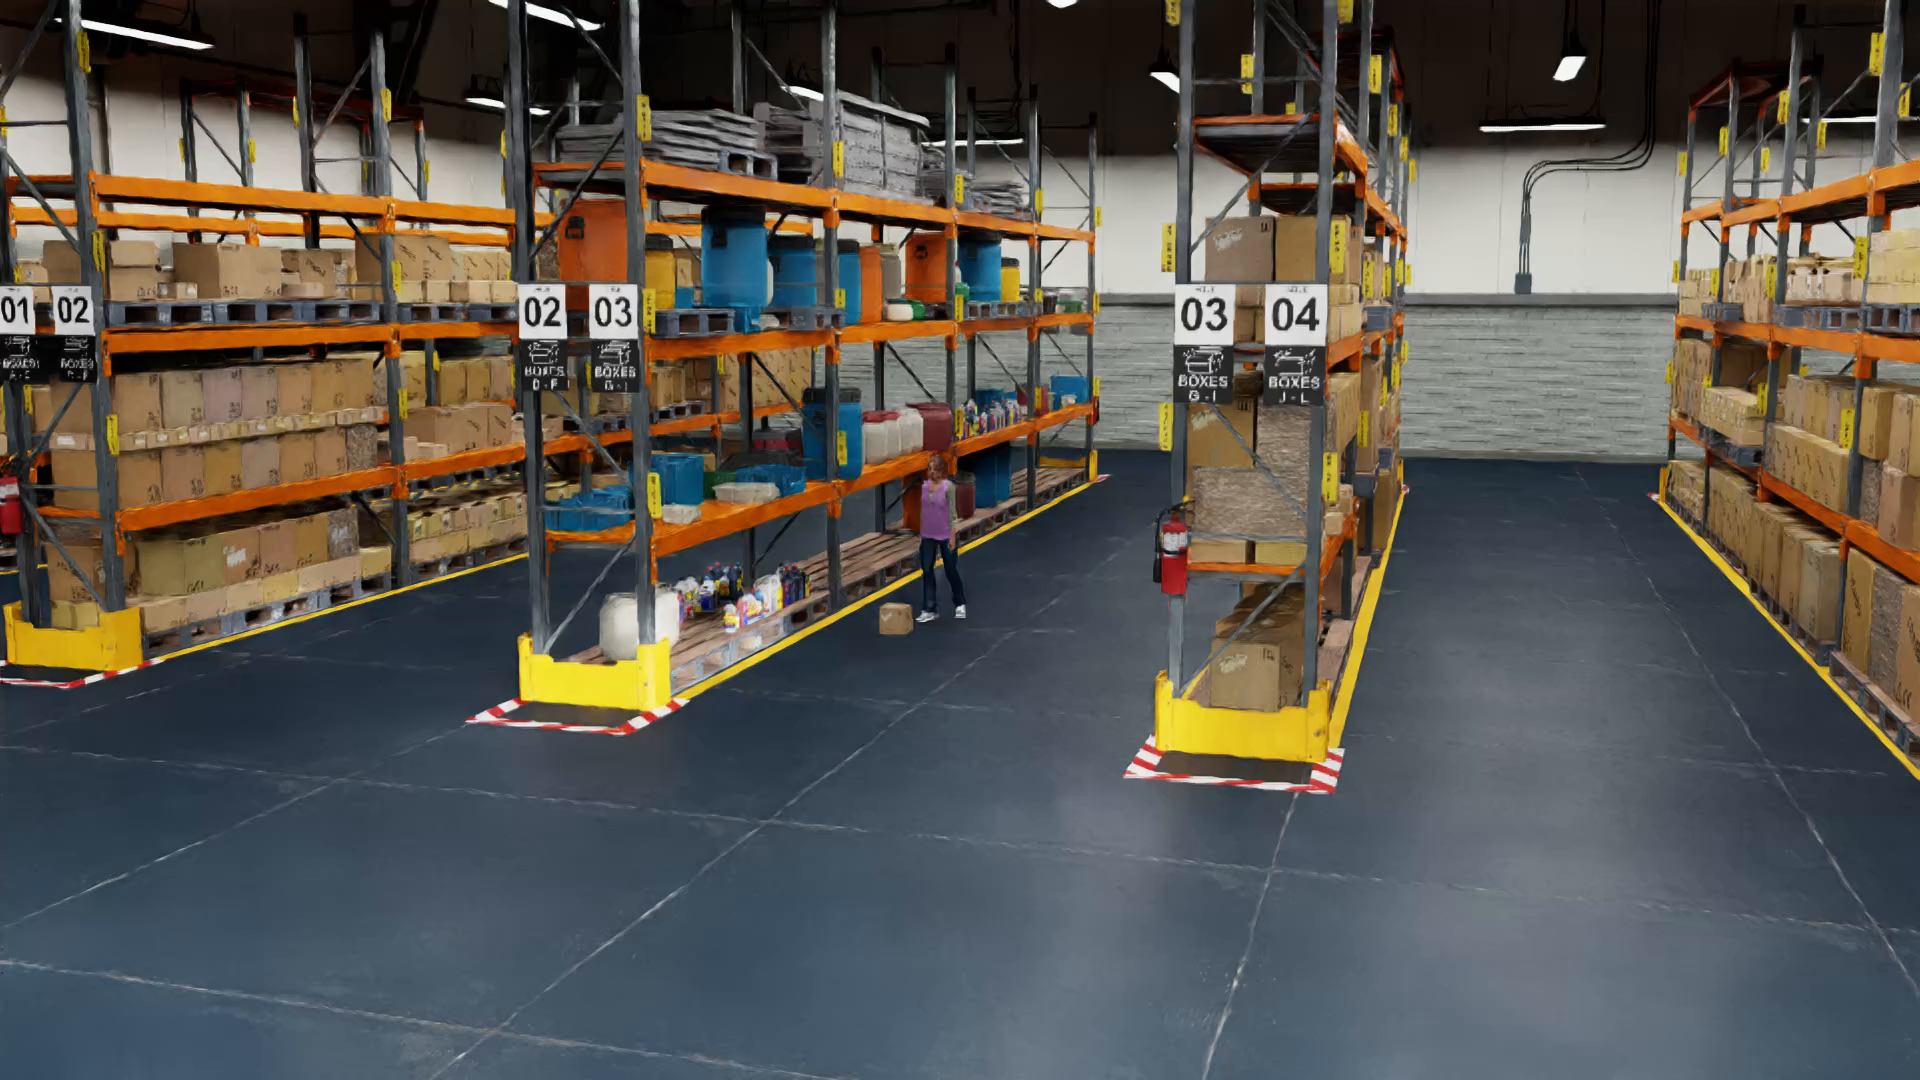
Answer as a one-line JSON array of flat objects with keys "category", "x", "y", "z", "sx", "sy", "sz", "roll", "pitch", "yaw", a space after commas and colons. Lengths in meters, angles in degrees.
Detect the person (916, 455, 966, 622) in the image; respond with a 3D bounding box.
[{"category": "person", "x": -0.192, "y": -0.024, "z": 15.948, "sx": 0.424, "sy": 1.597, "sz": 0.559, "roll": 4, "pitch": 10, "yaw": 27}]
